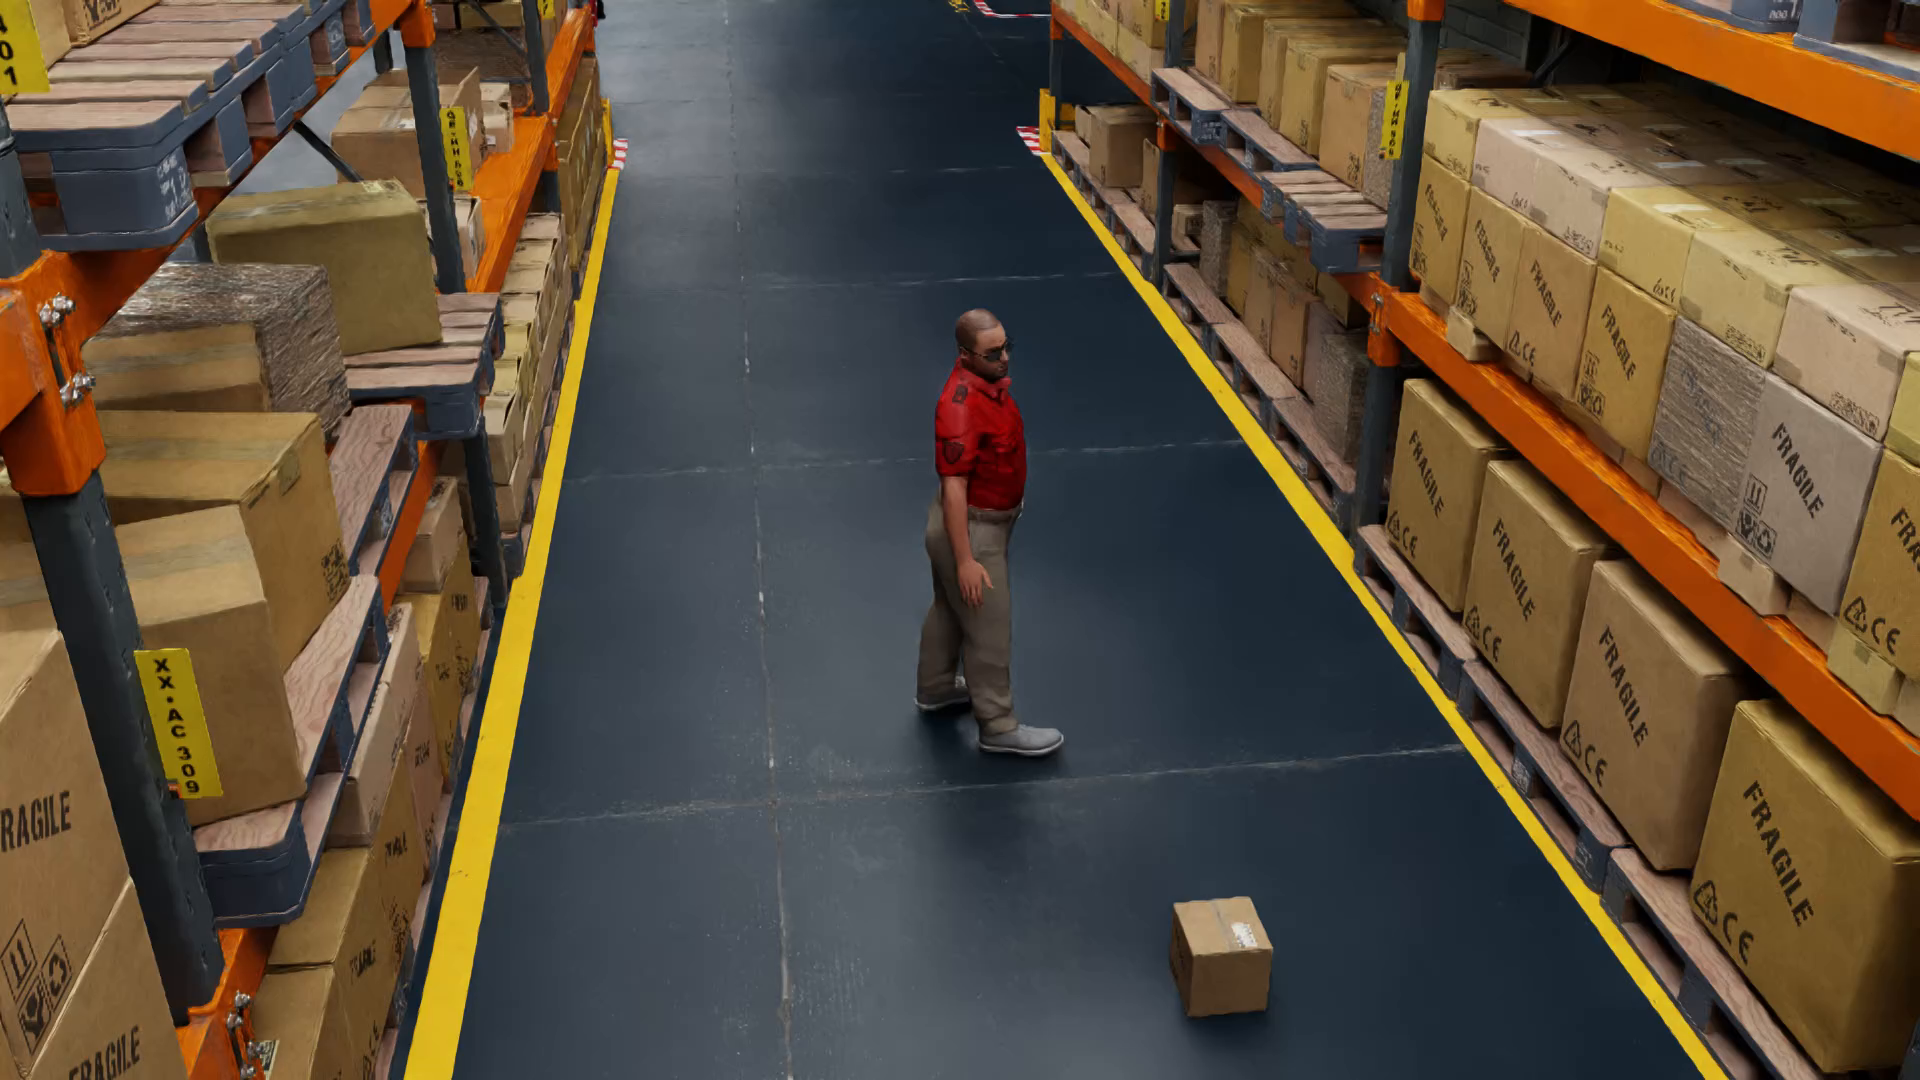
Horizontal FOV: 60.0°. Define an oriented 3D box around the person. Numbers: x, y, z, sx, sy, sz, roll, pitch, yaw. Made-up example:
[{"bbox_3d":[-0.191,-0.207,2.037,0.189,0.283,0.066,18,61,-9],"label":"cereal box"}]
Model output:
[{"bbox_3d":[0.109,-0.022,6.130,0.599,1.721,0.666,2,27,4],"label":"person"}]
